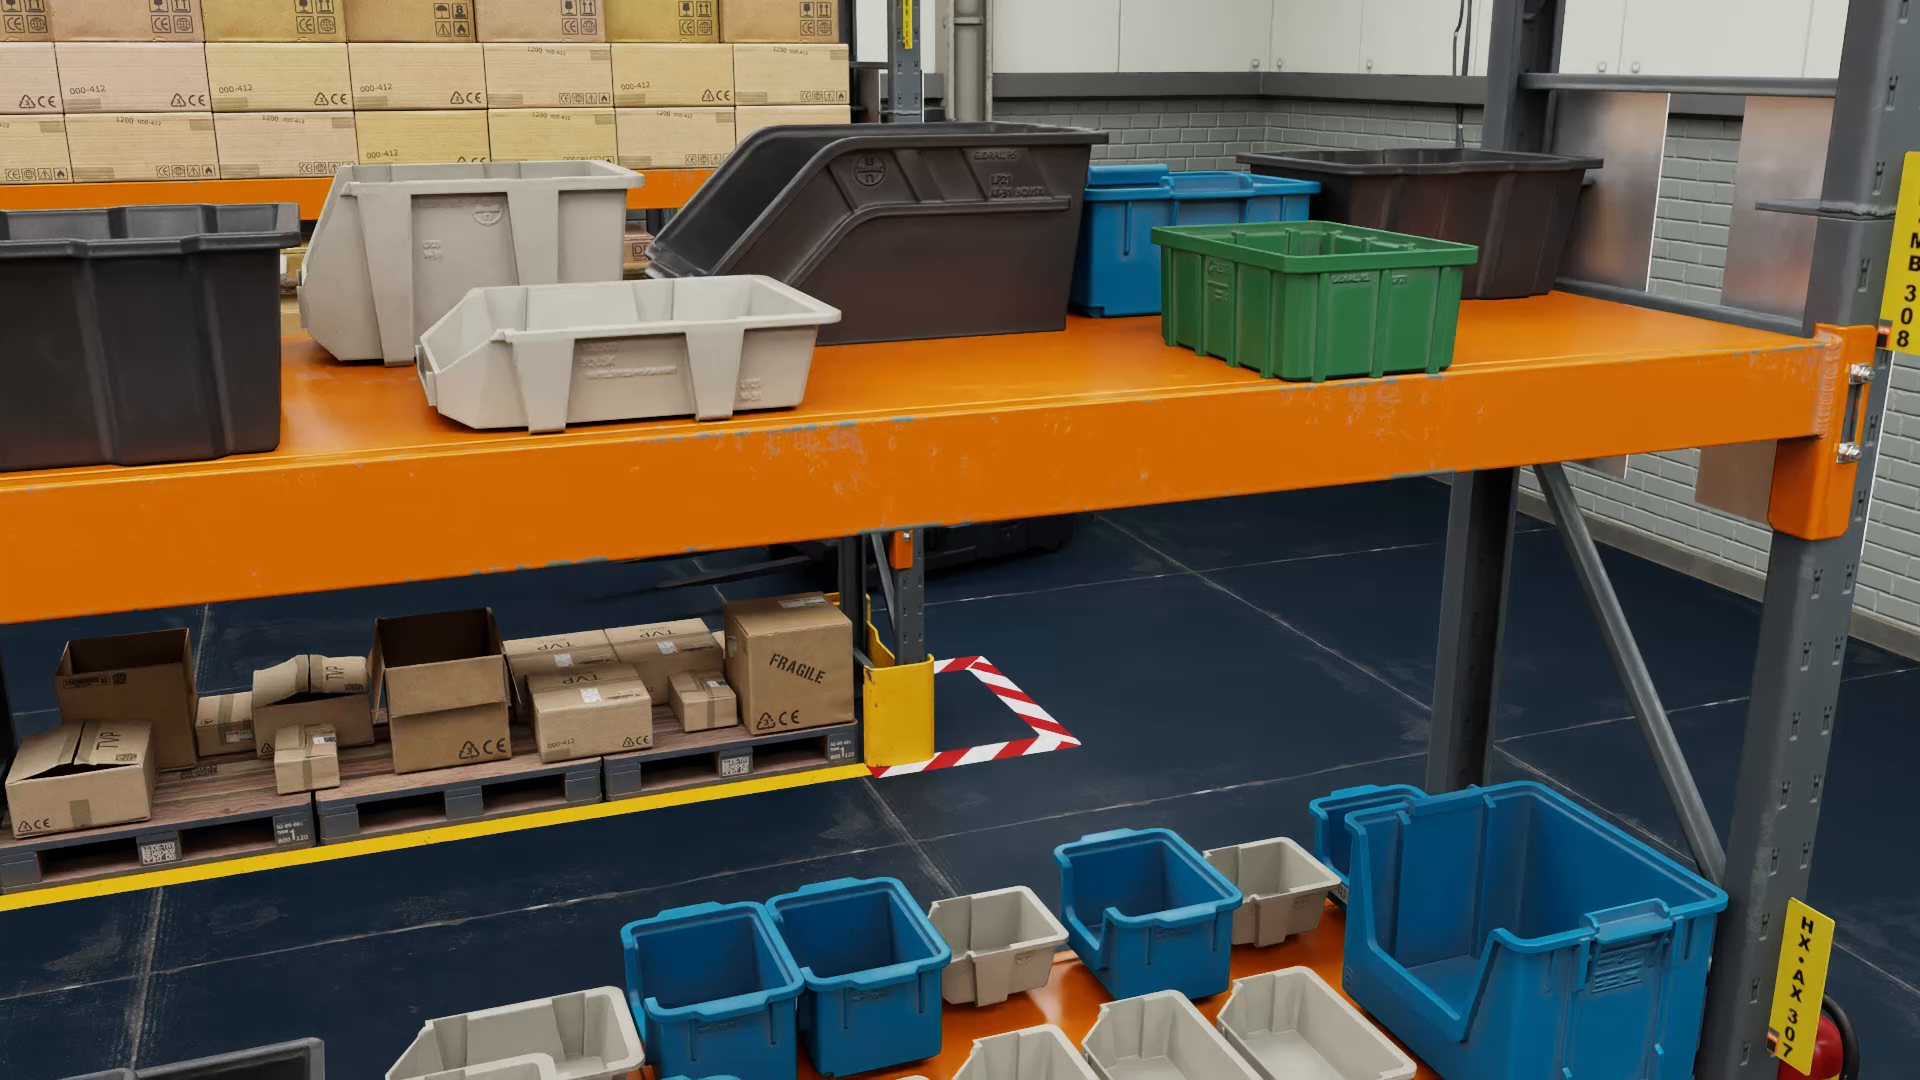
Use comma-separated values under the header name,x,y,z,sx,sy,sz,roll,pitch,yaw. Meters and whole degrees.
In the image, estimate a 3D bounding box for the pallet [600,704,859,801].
name,x,y,z,sx,sy,sz,roll,pitch,yaw
pallet,-1.218,0.898,8.167,1.213,0.211,1.003,-6,17,-20

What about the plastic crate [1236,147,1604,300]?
name,x,y,z,sx,sy,sz,roll,pitch,yaw
plastic crate,0.907,-0.636,3.349,0.590,0.269,0.497,-6,17,-20

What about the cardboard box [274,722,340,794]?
name,x,y,z,sx,sy,sz,roll,pitch,yaw
cardboard box,-2.865,0.948,7.295,0.250,0.166,0.380,-6,17,-20

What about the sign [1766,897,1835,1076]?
name,x,y,z,sx,sy,sz,roll,pitch,yaw
sign,1.578,0.840,3.126,0.005,0.325,0.100,-6,17,-20

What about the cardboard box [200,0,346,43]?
name,x,y,z,sx,sy,sz,roll,pitch,yaw
cardboard box,-2.716,-2.217,6.547,0.500,0.500,0.700,-6,17,-20

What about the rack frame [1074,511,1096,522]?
name,x,y,z,sx,sy,sz,roll,pitch,yaw
rack frame,0.912,-0.734,11.969,0.015,1.200,0.240,-10,19,-31

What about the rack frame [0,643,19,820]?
name,x,y,z,sx,sy,sz,roll,pitch,yaw
rack frame,-4.138,-0.125,6.702,0.127,3.000,1.000,-6,17,-20

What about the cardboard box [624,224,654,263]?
name,x,y,z,sx,sy,sz,roll,pitch,yaw
cardboard box,-2.652,-1.922,12.286,0.700,0.700,0.980,-5,17,-18

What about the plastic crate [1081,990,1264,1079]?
name,x,y,z,sx,sy,sz,roll,pitch,yaw
plastic crate,0.393,1.028,3.136,0.243,0.136,0.396,-6,17,-20

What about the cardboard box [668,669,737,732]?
name,x,y,z,sx,sy,sz,roll,pitch,yaw
cardboard box,-1.233,0.756,7.947,0.250,0.166,0.380,-6,17,-20

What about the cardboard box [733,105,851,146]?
name,x,y,z,sx,sy,sz,roll,pitch,yaw
cardboard box,-0.789,-1.775,7.261,0.500,0.250,0.500,-6,17,-20

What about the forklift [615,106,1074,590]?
name,x,y,z,sx,sy,sz,roll,pitch,yaw
forklift,-0.723,-1.230,10.583,3.031,2.935,1.130,-11,20,-33

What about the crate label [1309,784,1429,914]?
name,x,y,z,sx,sy,sz,roll,pitch,yaw
crate label,1.017,0.765,3.861,0.303,0.233,0.416,-6,17,-20

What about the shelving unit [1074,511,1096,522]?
name,x,y,z,sx,sy,sz,roll,pitch,yaw
shelving unit,0.707,-0.697,11.842,0.503,1.200,0.258,-10,19,-31

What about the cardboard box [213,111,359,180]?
name,x,y,z,sx,sy,sz,roll,pitch,yaw
cardboard box,-2.660,-1.576,6.584,0.500,0.250,0.500,-6,17,-20

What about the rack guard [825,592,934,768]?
name,x,y,z,sx,sy,sz,roll,pitch,yaw
rack guard,-0.474,0.678,8.401,0.348,0.500,1.175,-6,17,-20

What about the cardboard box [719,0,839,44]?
name,x,y,z,sx,sy,sz,roll,pitch,yaw
cardboard box,-0.877,-2.440,7.307,0.500,0.500,0.700,-6,17,-20

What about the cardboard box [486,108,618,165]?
name,x,y,z,sx,sy,sz,roll,pitch,yaw
cardboard box,-1.722,-1.673,6.916,0.500,0.250,0.500,-6,17,-20

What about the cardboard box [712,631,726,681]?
name,x,y,z,sx,sy,sz,roll,pitch,yaw
cardboard box,-1.151,0.597,8.491,0.250,0.166,0.380,-6,17,-20

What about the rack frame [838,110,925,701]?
name,x,y,z,sx,sy,sz,roll,pitch,yaw
rack frame,-0.403,-0.529,8.075,0.127,3.000,1.000,-6,17,-20

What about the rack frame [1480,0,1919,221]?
name,x,y,z,sx,sy,sz,roll,pitch,yaw
rack frame,1.366,-2.104,2.791,0.127,3.000,1.000,-6,17,-20

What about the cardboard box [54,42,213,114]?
name,x,y,z,sx,sy,sz,roll,pitch,yaw
cardboard box,-3.129,-1.767,6.348,0.500,0.250,0.500,-6,17,-20

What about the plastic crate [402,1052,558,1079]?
name,x,y,z,sx,sy,sz,roll,pitch,yaw
plastic crate,-0.878,1.101,2.630,0.530,0.282,0.437,-6,17,-20

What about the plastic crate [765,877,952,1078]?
name,x,y,z,sx,sy,sz,roll,pitch,yaw
plastic crate,-0.212,0.897,3.409,0.300,0.233,0.416,-6,17,-20

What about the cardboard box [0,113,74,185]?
name,x,y,z,sx,sy,sz,roll,pitch,yaw
cardboard box,-3.596,-1.477,6.246,0.500,0.250,0.500,-6,17,-20

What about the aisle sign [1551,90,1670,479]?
name,x,y,z,sx,sy,sz,roll,pitch,yaw
aisle sign,1.327,-0.558,3.560,0.004,0.787,0.394,-6,17,-20

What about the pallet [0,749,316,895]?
name,x,y,z,sx,sy,sz,roll,pitch,yaw
pallet,-3.497,1.144,7.330,1.213,0.211,1.003,-6,17,-20

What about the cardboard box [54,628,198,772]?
name,x,y,z,sx,sy,sz,roll,pitch,yaw
cardboard box,-3.708,0.731,7.442,0.500,0.500,0.500,-6,17,-20

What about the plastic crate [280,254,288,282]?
name,x,y,z,sx,sy,sz,roll,pitch,yaw
plastic crate,-1.318,-0.363,2.655,0.466,0.136,0.293,-6,17,-20

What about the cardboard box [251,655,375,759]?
name,x,y,z,sx,sy,sz,roll,pitch,yaw
cardboard box,-3.007,0.746,7.726,0.500,0.311,0.500,-6,17,-20

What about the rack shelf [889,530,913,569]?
name,x,y,z,sx,sy,sz,roll,pitch,yaw
rack shelf,-2.271,0.018,7.490,4.000,0.370,1.077,-6,17,-20

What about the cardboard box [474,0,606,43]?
name,x,y,z,sx,sy,sz,roll,pitch,yaw
cardboard box,-1.803,-2.333,6.943,0.500,0.500,0.700,-6,17,-20

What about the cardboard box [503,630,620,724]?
name,x,y,z,sx,sy,sz,roll,pitch,yaw
cardboard box,-1.946,0.660,8.125,0.500,0.250,0.500,-6,17,-20

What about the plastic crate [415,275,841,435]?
name,x,y,z,sx,sy,sz,roll,pitch,yaw
plastic crate,-0.475,-0.264,2.319,0.530,0.136,0.437,-6,17,-20

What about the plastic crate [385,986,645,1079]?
name,x,y,z,sx,sy,sz,roll,pitch,yaw
plastic crate,-0.851,1.021,3.158,0.466,0.136,0.293,-6,17,-20

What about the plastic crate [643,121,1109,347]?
name,x,y,z,sx,sy,sz,roll,pitch,yaw
plastic crate,-0.159,-0.553,2.944,0.767,0.338,0.504,-6,17,-20

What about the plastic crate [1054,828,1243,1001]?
name,x,y,z,sx,sy,sz,roll,pitch,yaw
plastic crate,0.403,0.831,3.635,0.300,0.233,0.416,-6,17,-20

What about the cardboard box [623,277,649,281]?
name,x,y,z,sx,sy,sz,roll,pitch,yaw
cardboard box,-1.192,-0.888,7.347,0.500,0.500,0.500,-6,17,-19

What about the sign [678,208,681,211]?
name,x,y,z,sx,sy,sz,roll,pitch,yaw
sign,-1.998,-2.357,11.825,0.005,0.325,0.100,-6,17,-20

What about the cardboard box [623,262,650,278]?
name,x,y,z,sx,sy,sz,roll,pitch,yaw
cardboard box,-1.397,-1.026,7.818,0.500,0.500,0.500,-6,17,-20

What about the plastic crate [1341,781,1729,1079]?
name,x,y,z,sx,sy,sz,roll,pitch,yaw
plastic crate,1.120,0.812,3.340,0.499,0.435,0.616,-6,17,-20

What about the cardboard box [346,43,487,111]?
name,x,y,z,sx,sy,sz,roll,pitch,yaw
cardboard box,-2.191,-1.865,6.681,0.500,0.250,0.500,-6,17,-20

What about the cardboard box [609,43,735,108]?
name,x,y,z,sx,sy,sz,roll,pitch,yaw
cardboard box,-1.258,-1.967,7.026,0.500,0.250,0.500,-6,17,-20

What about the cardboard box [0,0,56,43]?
name,x,y,z,sx,sy,sz,roll,pitch,yaw
cardboard box,-3.698,-2.151,6.325,0.500,0.500,0.700,-6,17,-20

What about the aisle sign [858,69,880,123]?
name,x,y,z,sx,sy,sz,roll,pitch,yaw
aisle sign,-0.444,-1.860,7.995,0.004,0.787,0.394,-6,17,-20

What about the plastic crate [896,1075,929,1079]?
name,x,y,z,sx,sy,sz,roll,pitch,yaw
plastic crate,-0.128,1.097,2.900,0.250,0.136,0.298,-6,17,-20

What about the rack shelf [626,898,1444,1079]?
name,x,y,z,sx,sy,sz,roll,pitch,yaw
rack shelf,-0.502,1.322,3.051,4.000,0.370,1.077,-6,17,-20
